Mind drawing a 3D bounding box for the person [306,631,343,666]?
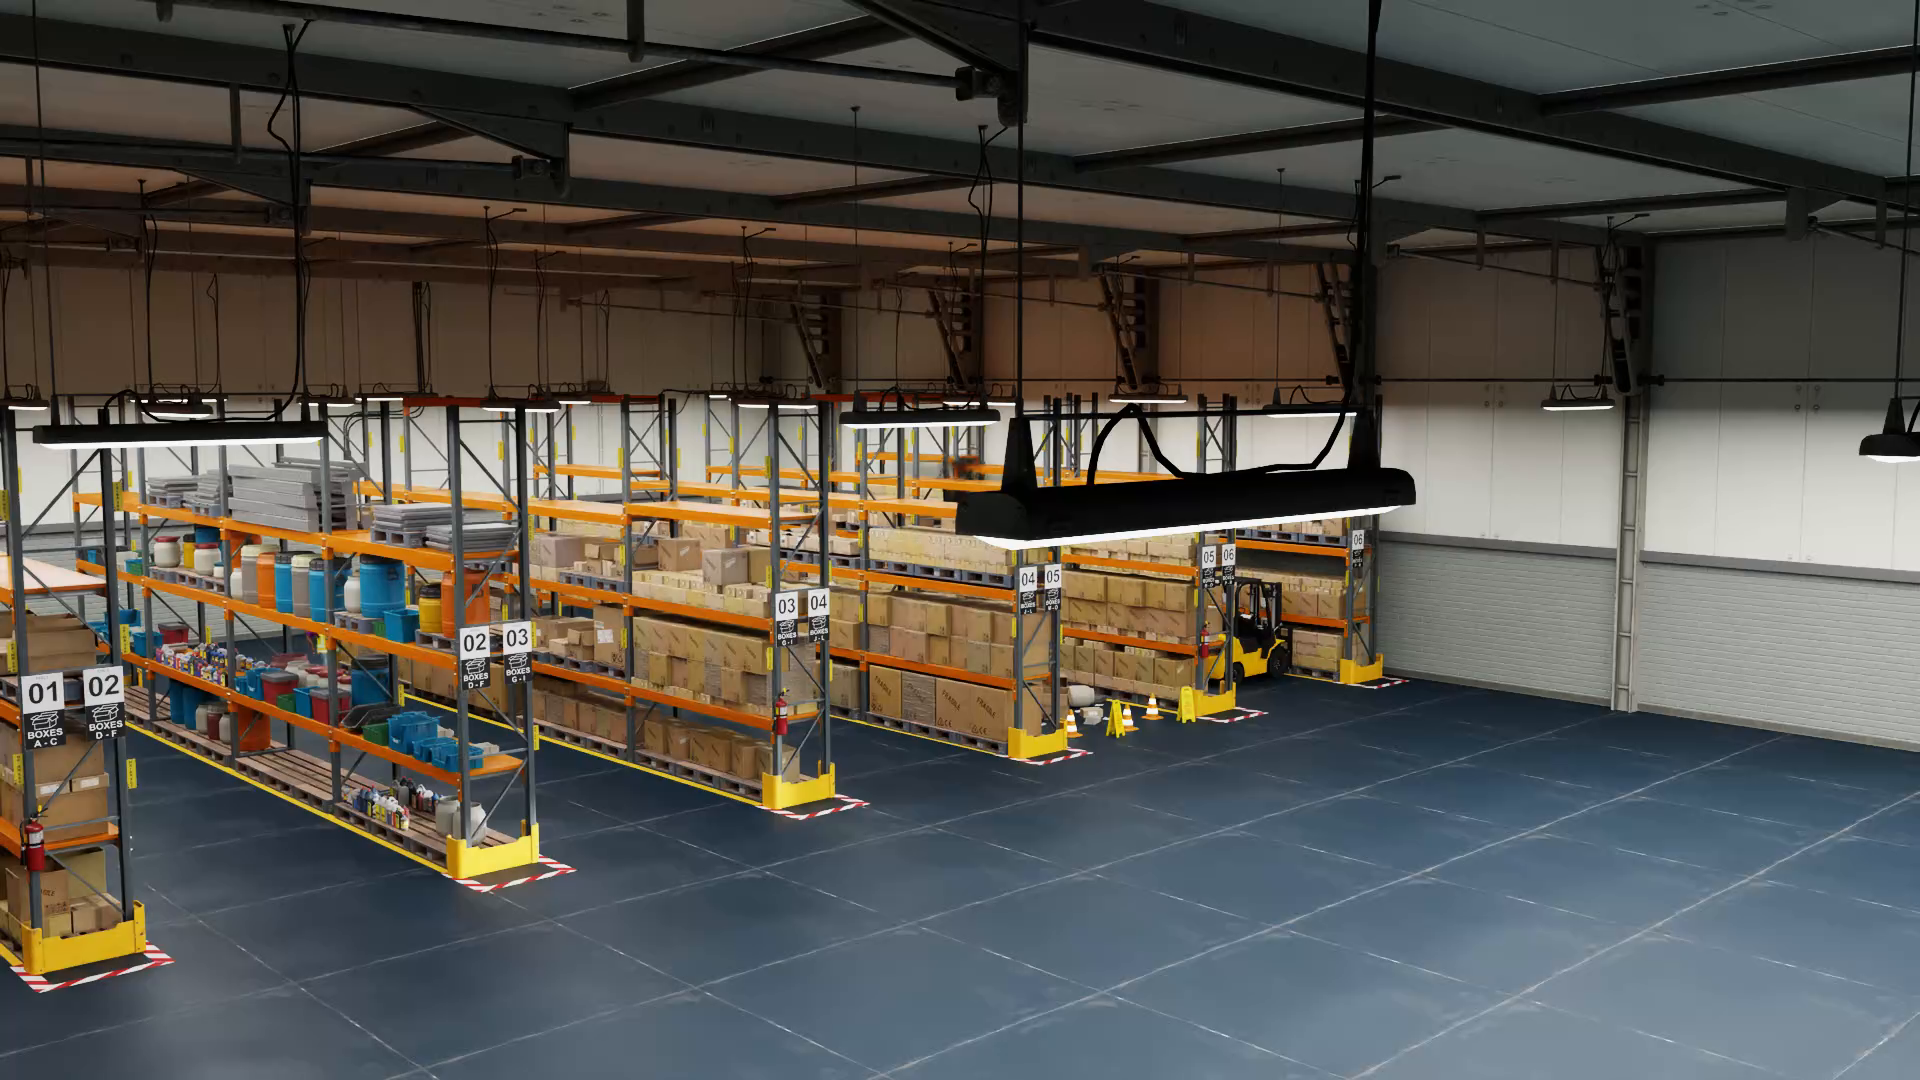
[{"bbox_3d":[-12.612,2.245,33.190,0.689,1.718,0.638,-5,7,-41],"label":"person"}]
